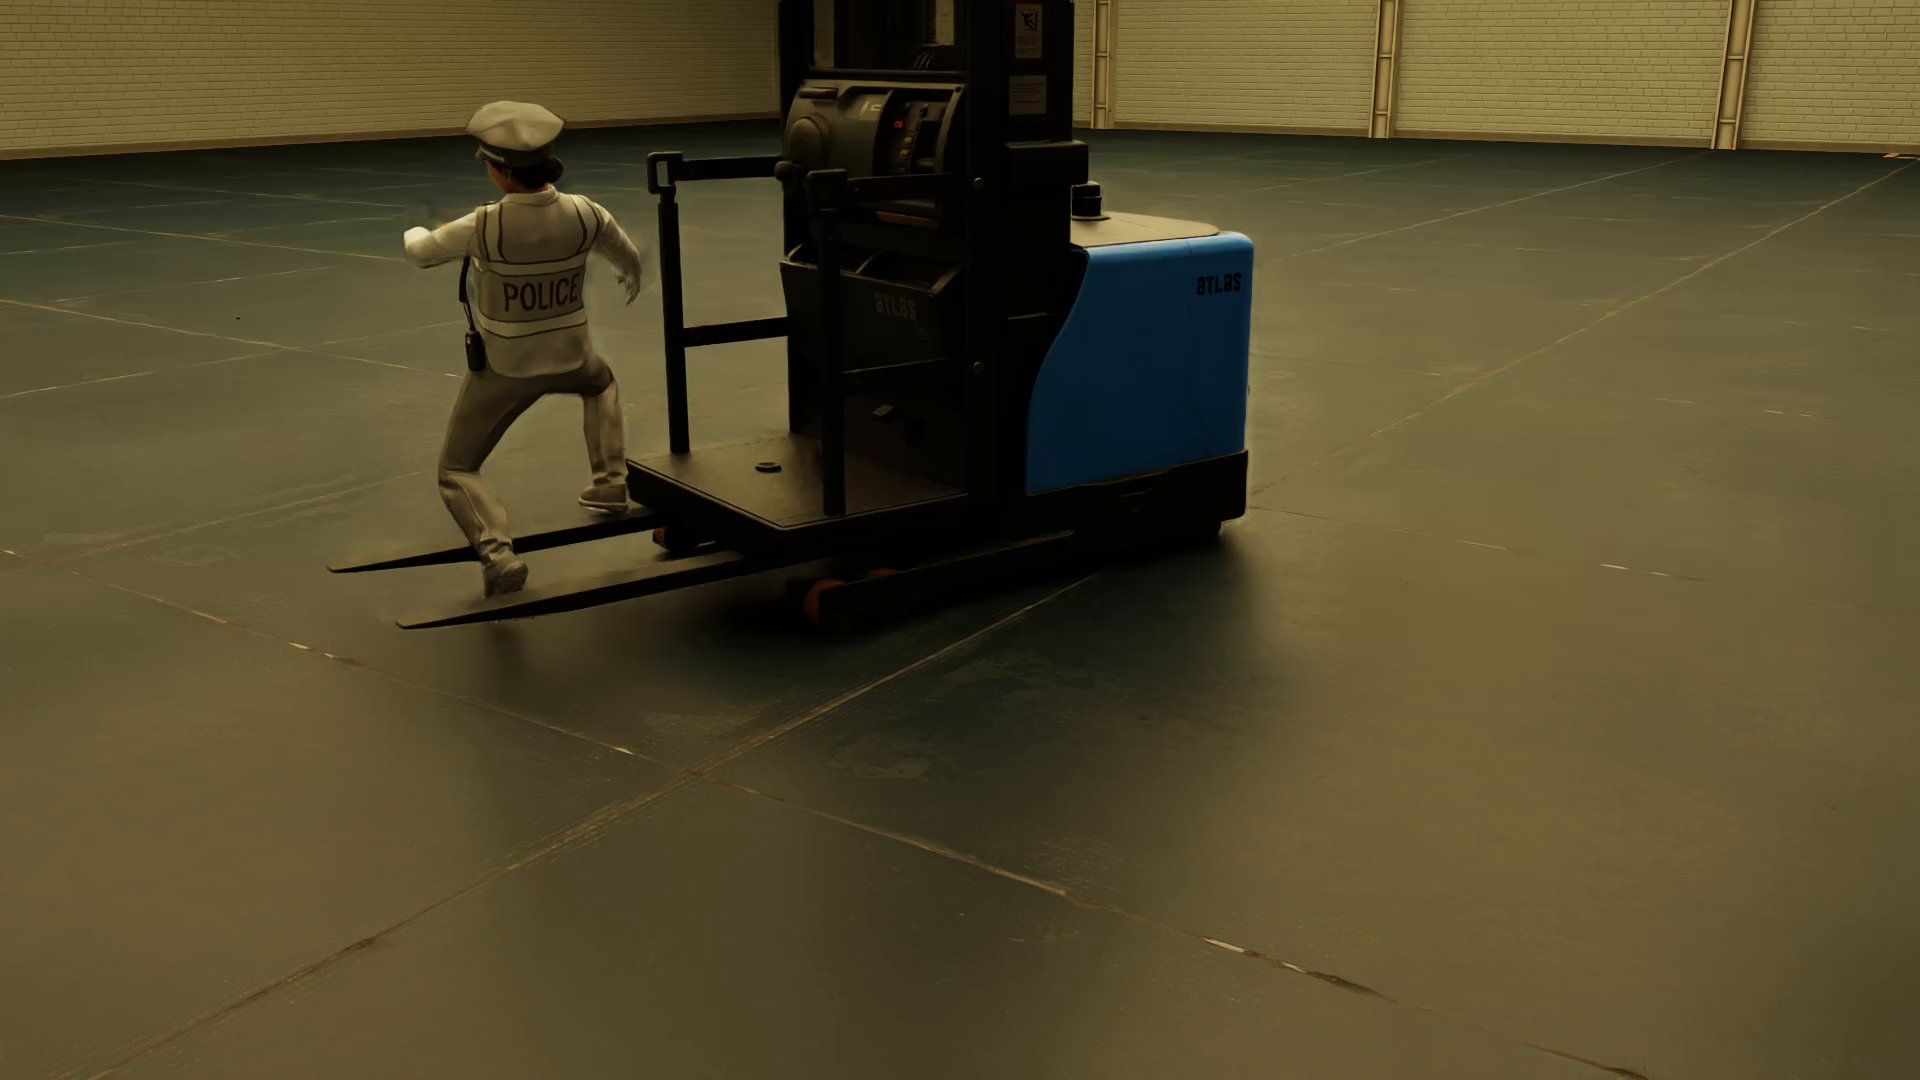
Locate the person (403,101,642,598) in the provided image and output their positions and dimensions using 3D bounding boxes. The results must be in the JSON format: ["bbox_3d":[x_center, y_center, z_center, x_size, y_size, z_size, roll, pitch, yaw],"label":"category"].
[{"bbox_3d":[-1.295,-0.609,5.247,0.819,1.518,0.819,-13,21,-38],"label":"person"}]

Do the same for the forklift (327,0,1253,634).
[{"bbox_3d":[-0.455,-1.294,5.158,3.031,2.935,1.130,-12,20,-35],"label":"forklift"}]
